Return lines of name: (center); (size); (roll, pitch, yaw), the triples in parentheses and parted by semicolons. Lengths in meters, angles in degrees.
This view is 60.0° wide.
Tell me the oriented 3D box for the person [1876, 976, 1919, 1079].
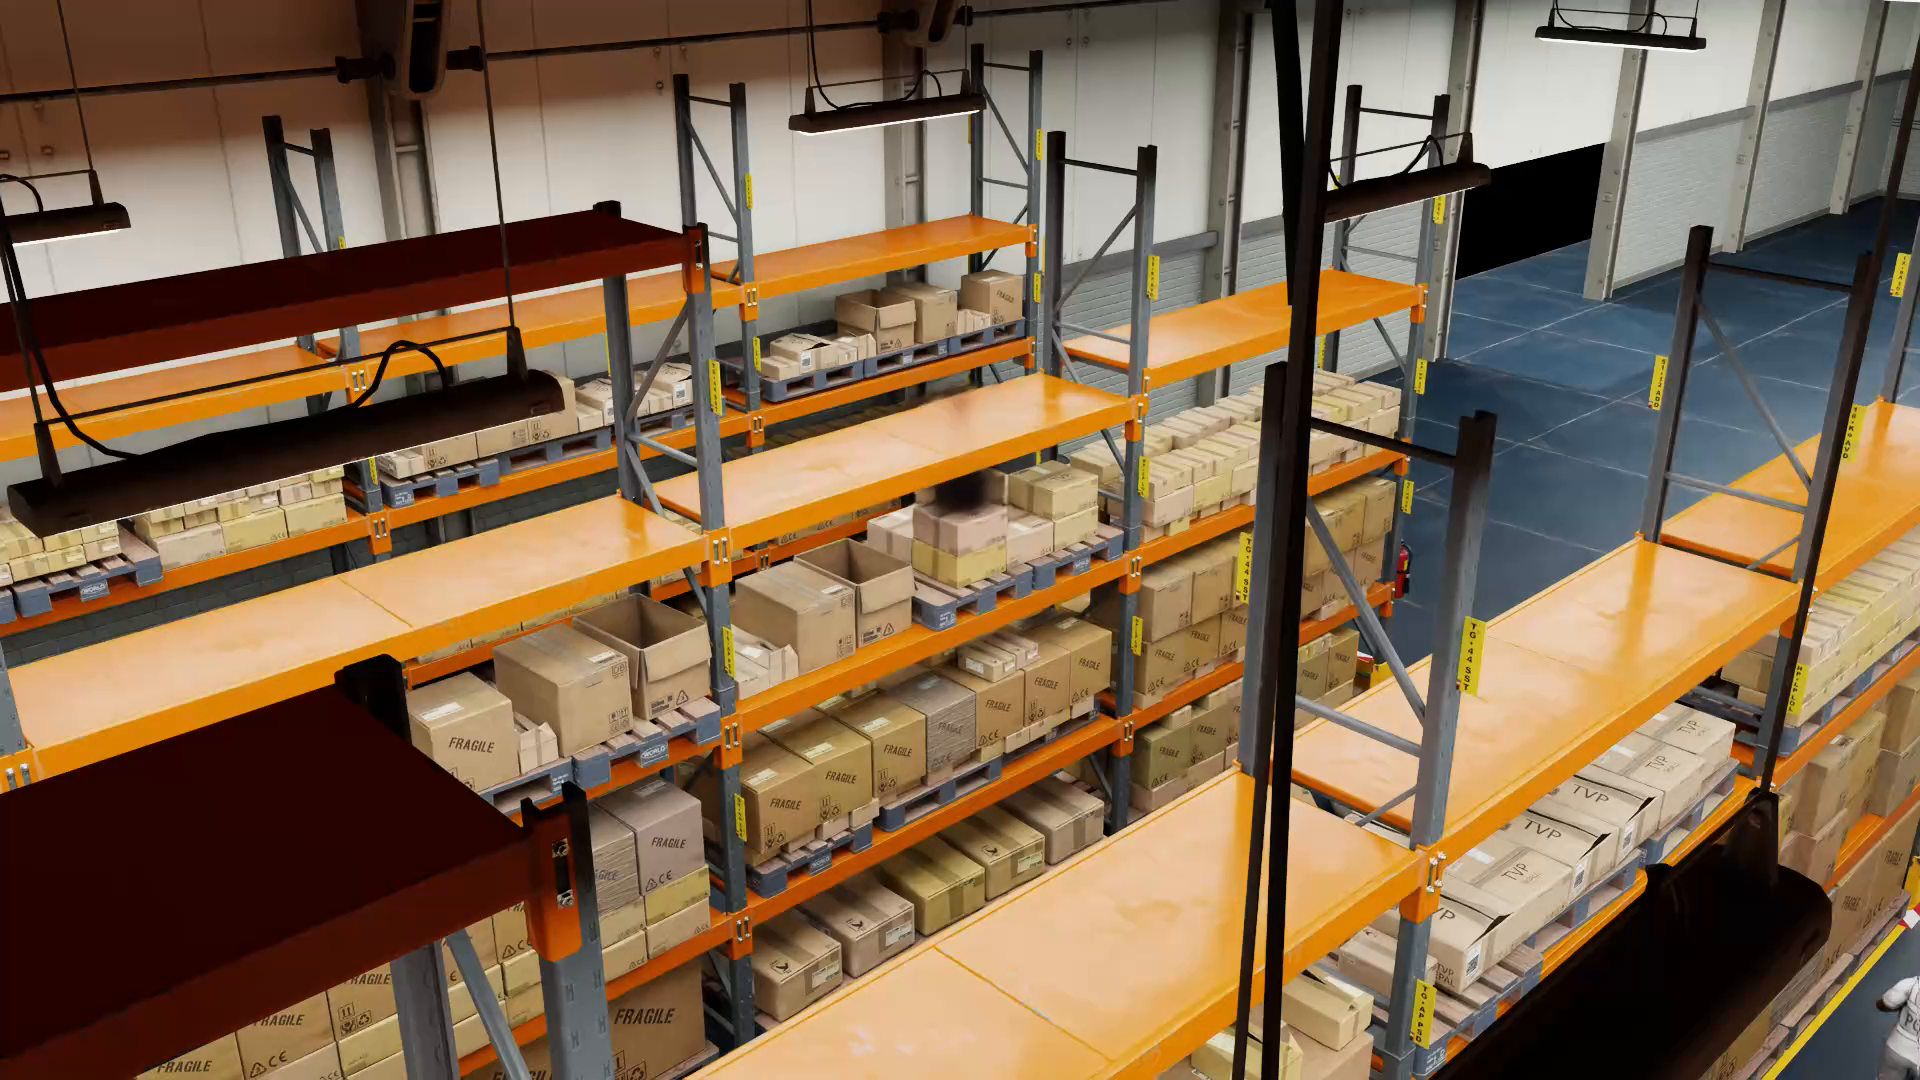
person: (6.121, 3.334, 10.587); (0.651, 1.726, 0.831); (18, 29, 37)
